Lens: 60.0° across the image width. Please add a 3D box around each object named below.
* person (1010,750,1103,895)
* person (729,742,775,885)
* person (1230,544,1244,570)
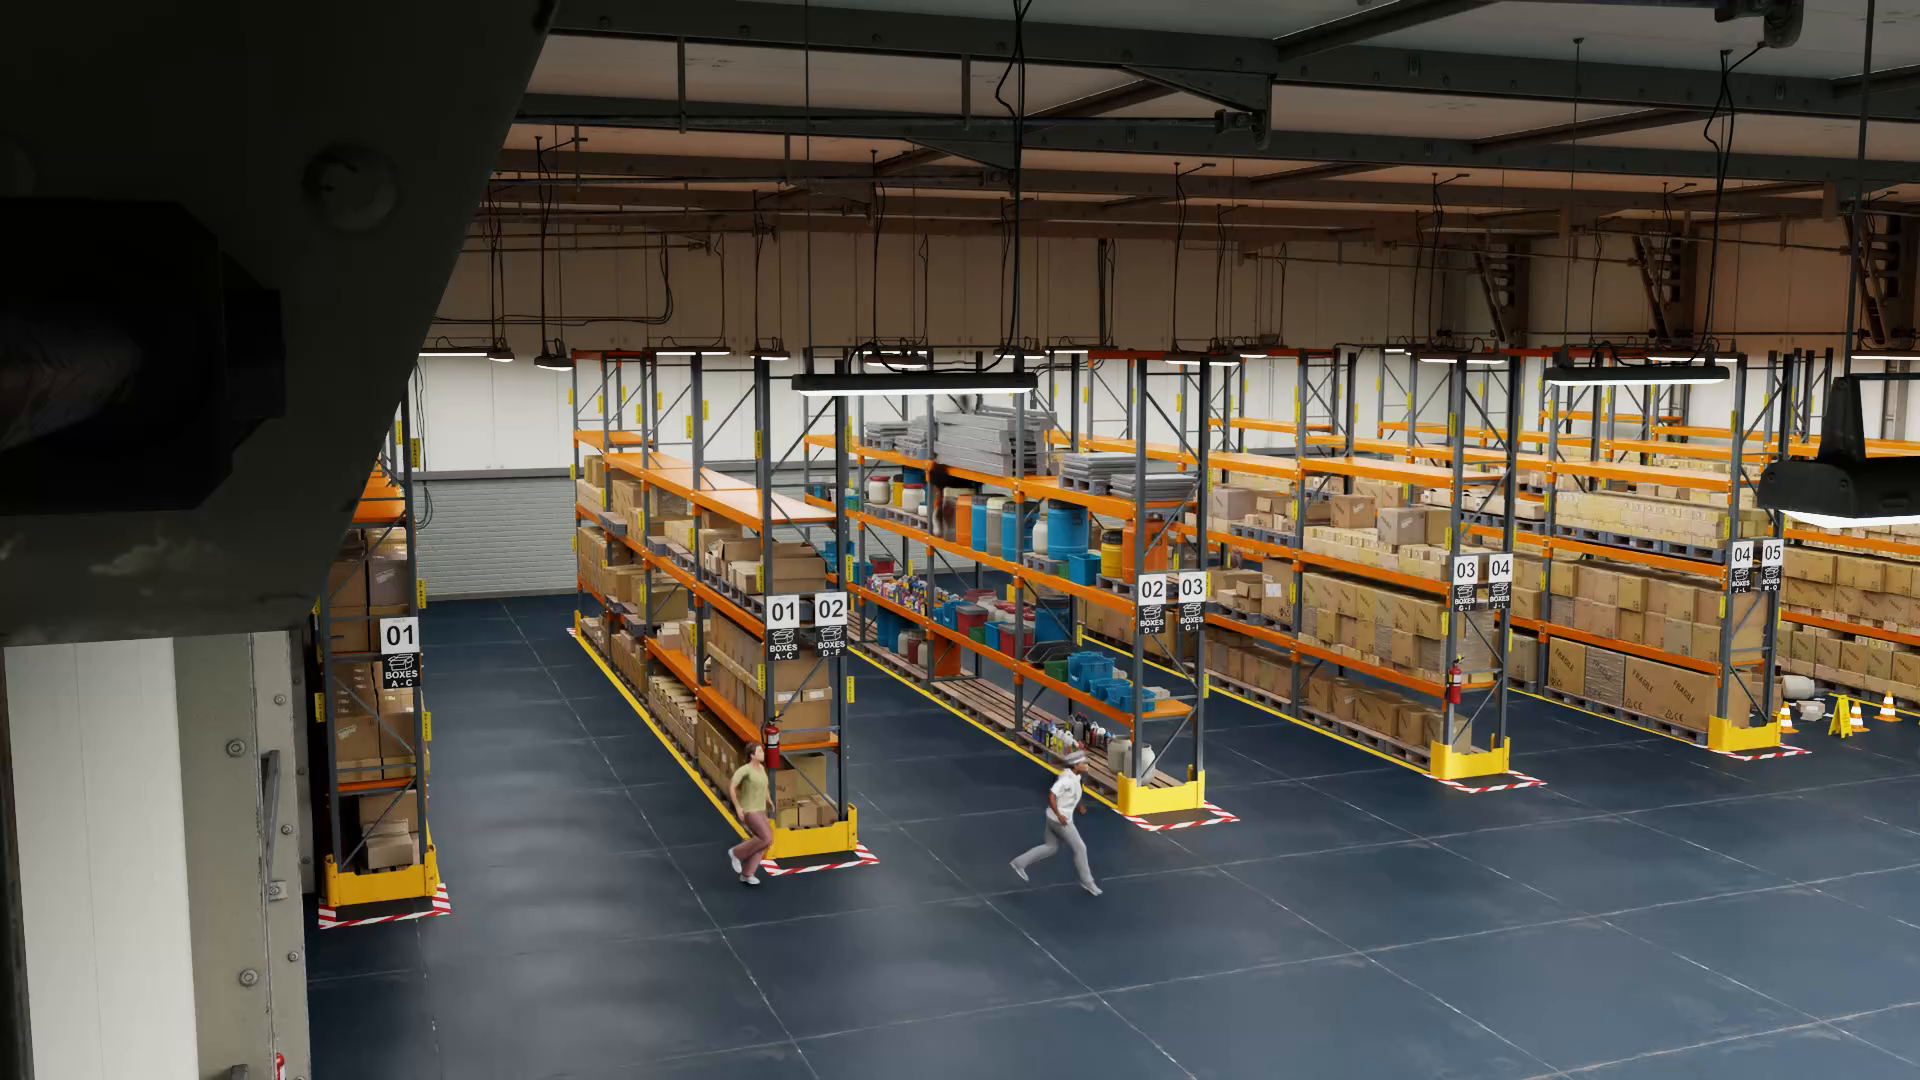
[{"bbox_3d":[1.094,3.193,18.802,1.063,1.680,0.580,0,7,2],"label":"person"},{"bbox_3d":[-2.356,3.144,19.309,0.525,1.595,0.614,3,8,24],"label":"person"},{"bbox_3d":[5.976,0.911,36.338,0.710,1.792,1.054,-3,8,-23],"label":"person"}]
